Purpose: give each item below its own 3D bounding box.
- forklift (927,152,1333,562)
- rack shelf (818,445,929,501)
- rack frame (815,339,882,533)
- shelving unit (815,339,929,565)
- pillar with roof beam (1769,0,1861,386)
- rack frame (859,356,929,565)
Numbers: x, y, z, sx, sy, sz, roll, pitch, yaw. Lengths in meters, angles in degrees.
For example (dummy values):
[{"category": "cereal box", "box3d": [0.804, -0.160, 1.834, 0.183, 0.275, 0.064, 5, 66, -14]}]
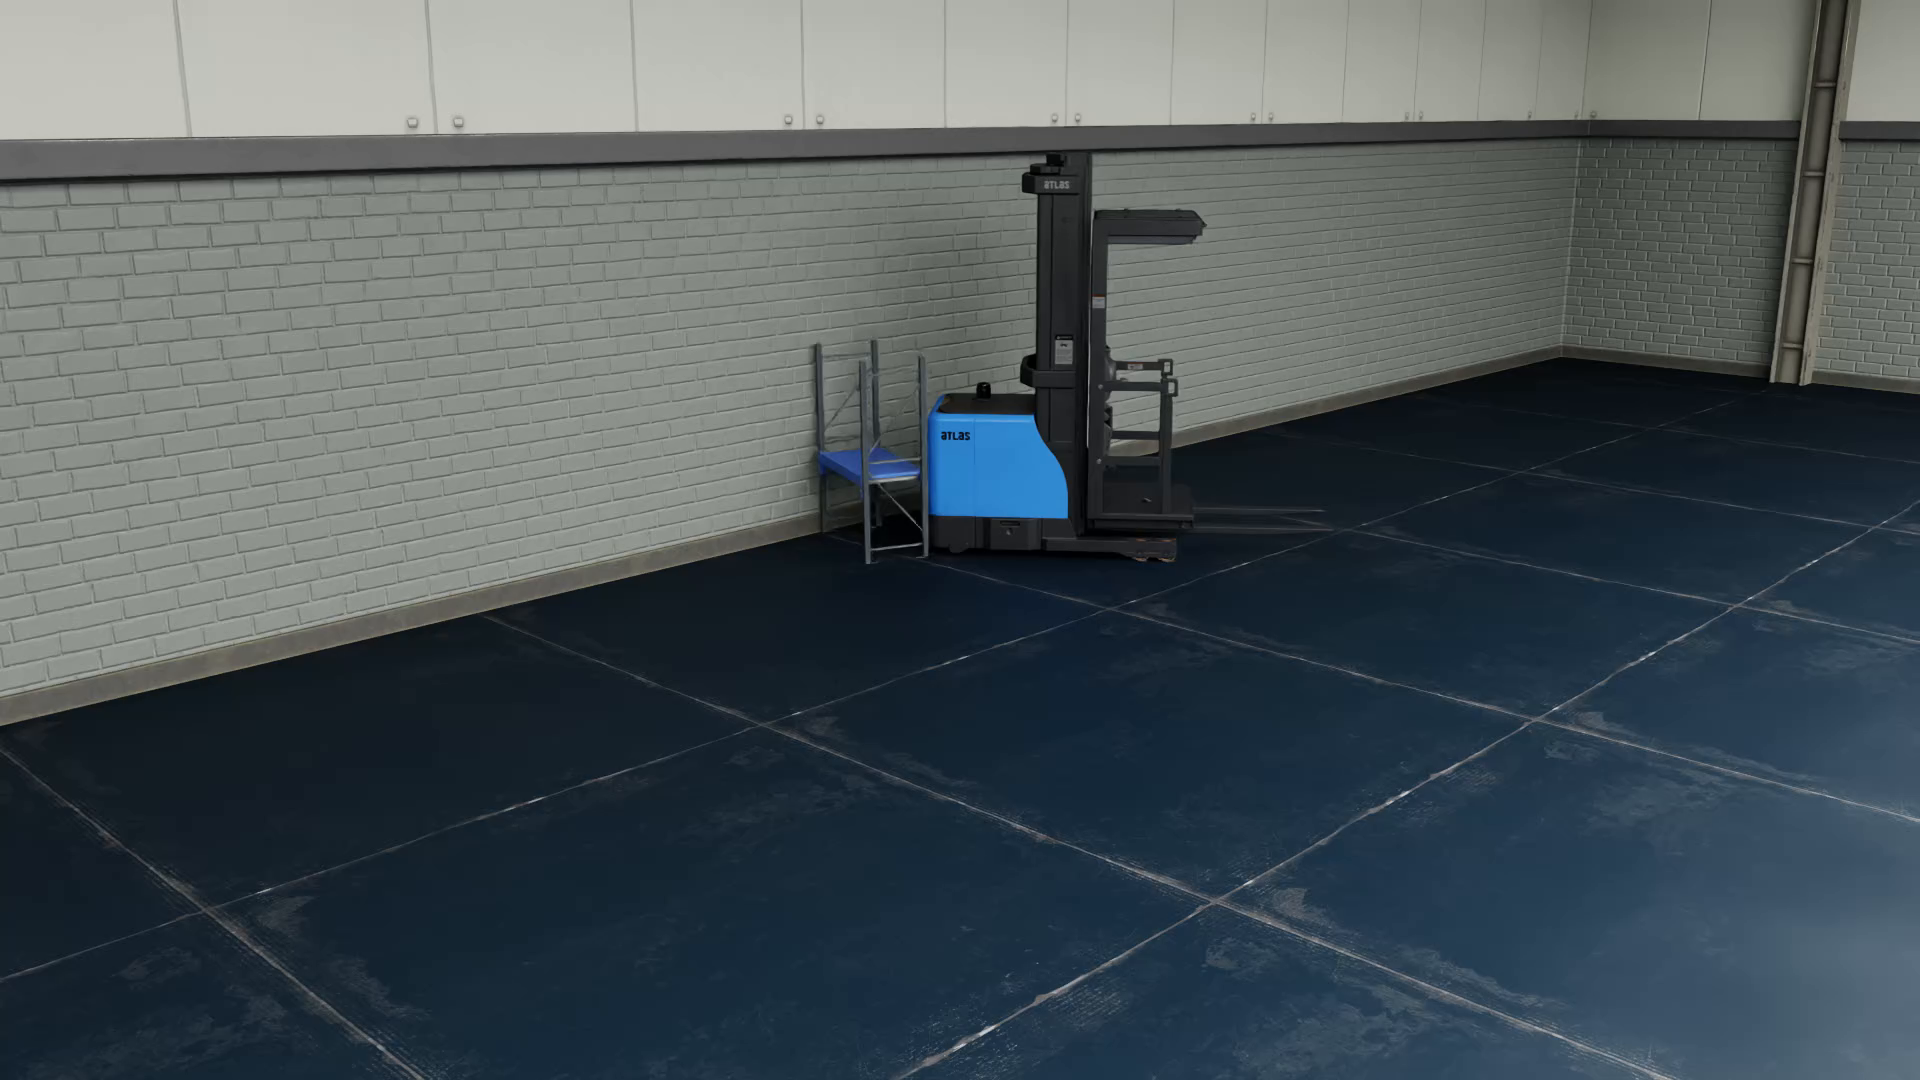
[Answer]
[{"category": "forklift", "box3d": [1.292, -1.395, 12.471, 3.031, 2.935, 1.130, 1, 15, 5]}, {"category": "rack shelf", "box3d": [-0.671, -0.517, 12.633, 0.538, 0.185, 1.000, -7, 16, -22]}, {"category": "rack frame", "box3d": [-0.869, -0.808, 13.041, 0.500, 1.500, 0.032, -7, 16, -22]}, {"category": "shelving unit", "box3d": [-0.673, -0.691, 12.587, 0.538, 1.500, 1.048, -7, 16, -22]}, {"category": "pillar with roof beam", "box3d": [7.166, -5.502, 16.201, 0.400, 9.000, 9.100, 14, 20, 42]}, {"category": "rack frame", "box3d": [-0.477, -0.574, 12.133, 0.500, 1.500, 0.032, -7, 16, -22]}]
